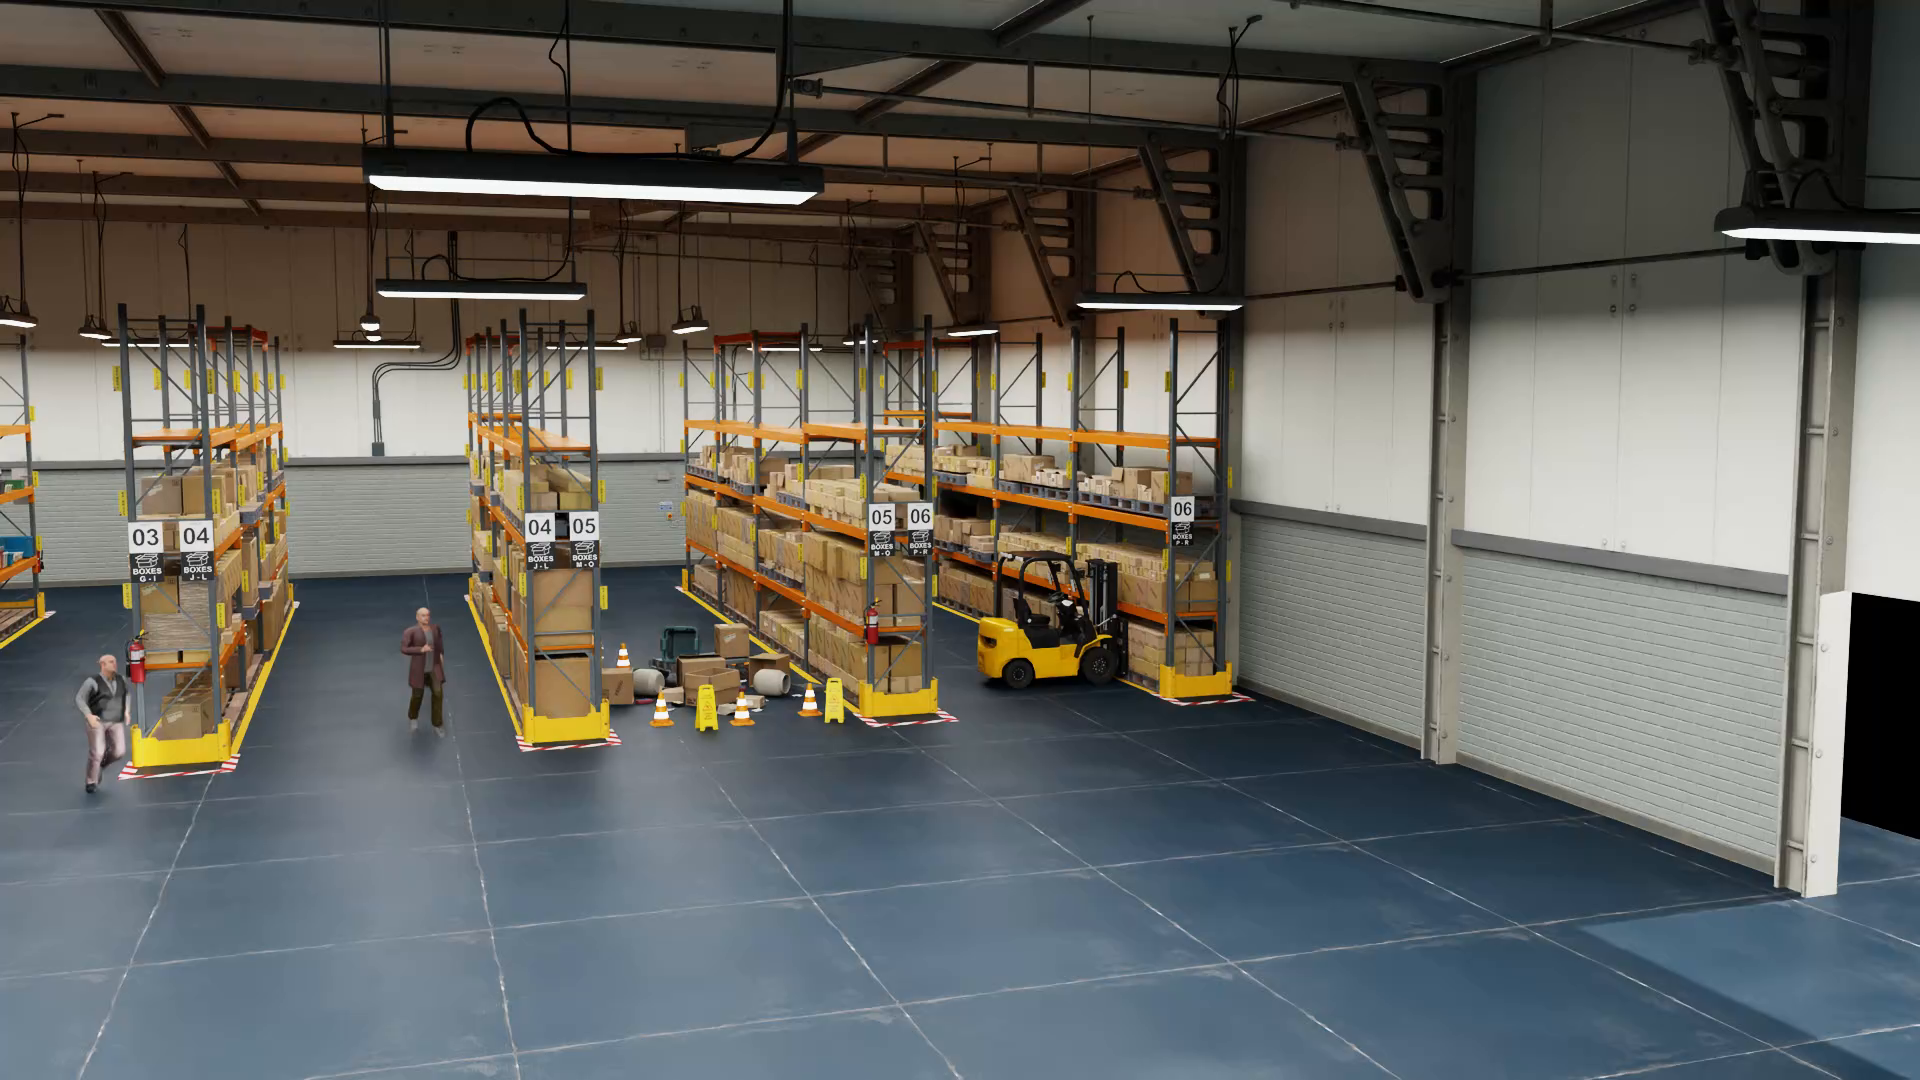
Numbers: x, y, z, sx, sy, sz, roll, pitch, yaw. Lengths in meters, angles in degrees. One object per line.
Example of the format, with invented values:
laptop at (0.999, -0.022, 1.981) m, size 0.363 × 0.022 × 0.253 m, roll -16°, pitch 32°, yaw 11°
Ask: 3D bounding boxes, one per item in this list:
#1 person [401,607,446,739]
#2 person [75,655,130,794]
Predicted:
person at (-7.621, 1.870, 23.613) m, size 0.705 × 1.846 × 0.898 m, roll -4°, pitch 7°, yaw -38°
person at (-10.477, 2.240, 20.444) m, size 0.523 × 1.658 × 0.709 m, roll 4°, pitch 7°, yaw 37°
